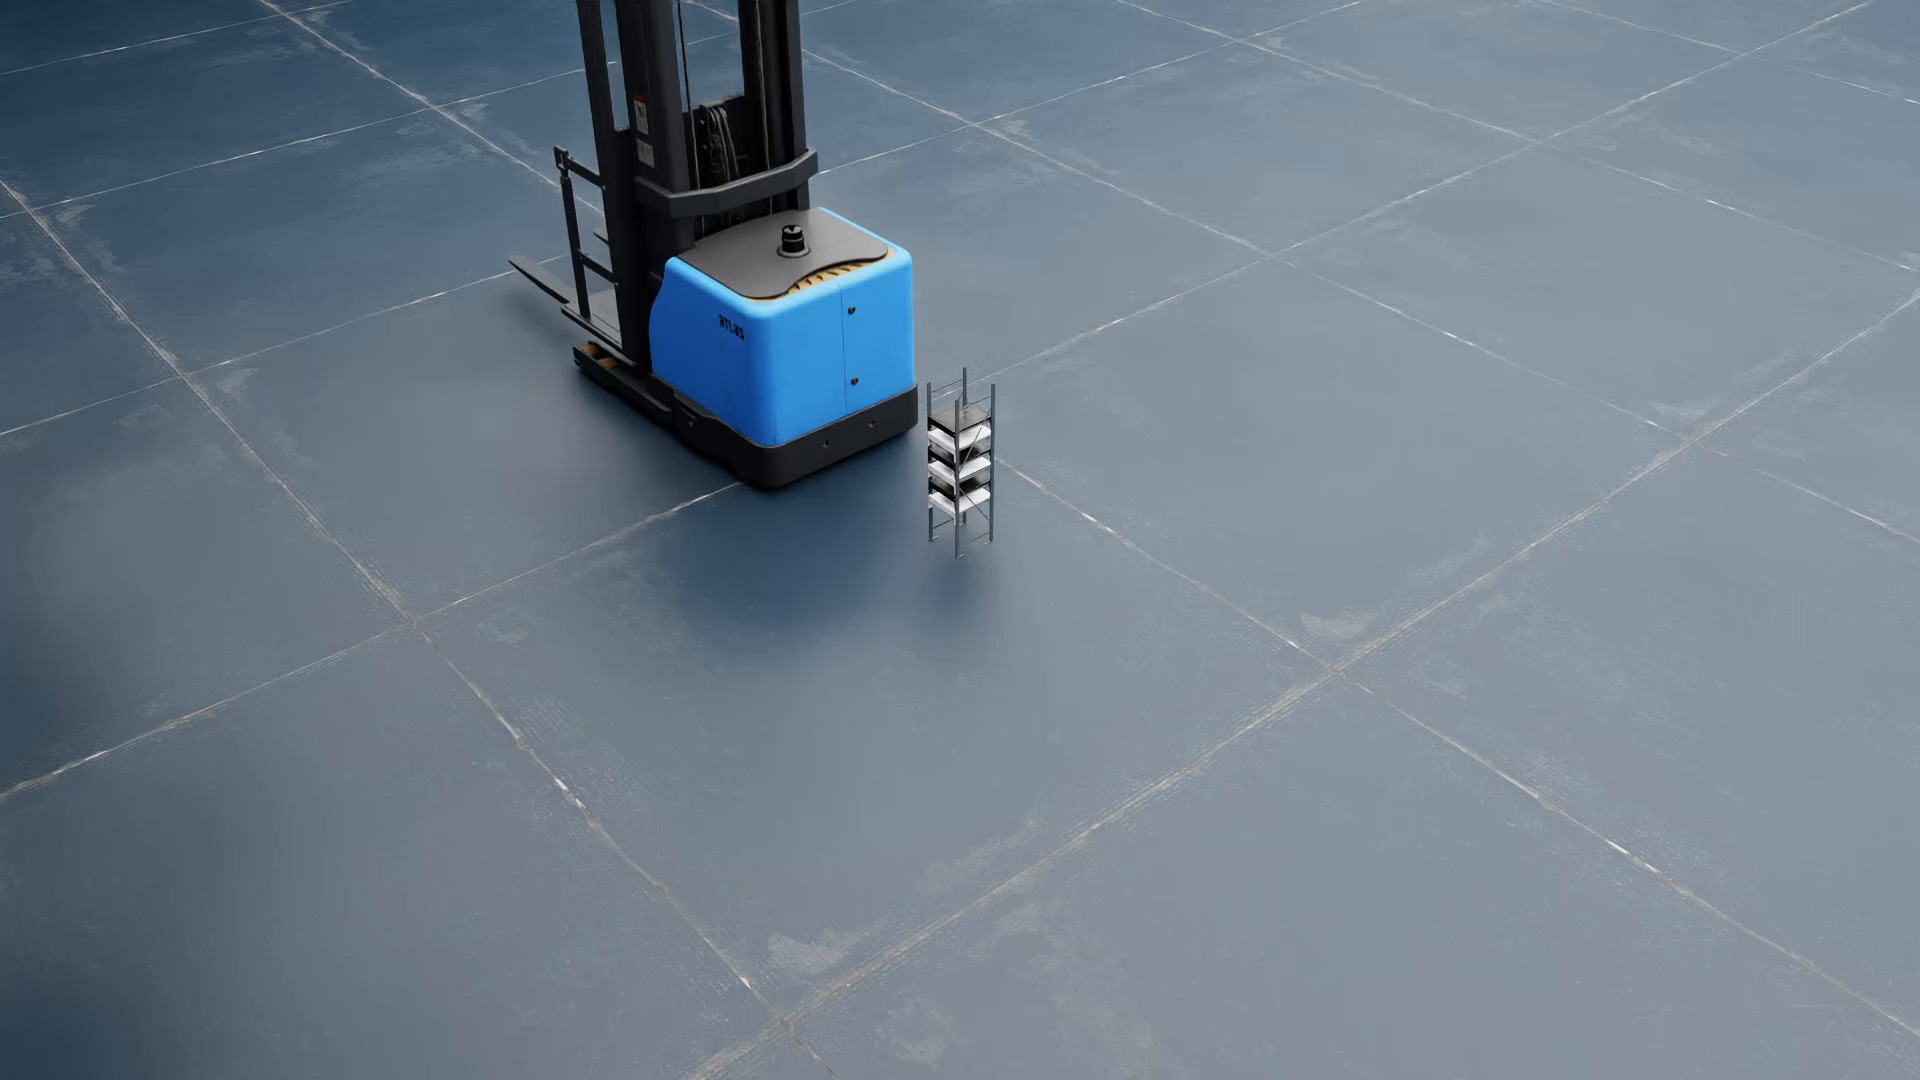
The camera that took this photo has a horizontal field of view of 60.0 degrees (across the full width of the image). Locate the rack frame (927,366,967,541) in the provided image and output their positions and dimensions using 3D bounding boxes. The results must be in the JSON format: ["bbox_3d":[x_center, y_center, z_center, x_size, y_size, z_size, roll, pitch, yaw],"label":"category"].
[{"bbox_3d":[-0.060,-0.409,8.048,0.240,0.900,0.006,-26,43,-32],"label":"rack frame"}]

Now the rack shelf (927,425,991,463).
[{"bbox_3d":[0.005,-0.483,7.900,0.258,0.077,0.200,-26,43,-32],"label":"rack shelf"}]

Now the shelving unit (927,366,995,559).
[{"bbox_3d":[0.005,-0.364,7.985,0.258,0.900,0.210,-26,43,-32],"label":"shelving unit"}]

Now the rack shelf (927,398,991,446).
[{"bbox_3d":[0.005,-0.557,7.848,0.258,0.077,0.200,-26,43,-32],"label":"rack shelf"}]

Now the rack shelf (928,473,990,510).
[{"bbox_3d":[0.005,-0.263,8.056,0.258,0.077,0.200,-26,43,-32],"label":"rack shelf"}]

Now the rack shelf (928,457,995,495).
[{"bbox_3d":[0.005,-0.336,8.004,0.258,0.077,0.200,-26,43,-32],"label":"rack shelf"}]

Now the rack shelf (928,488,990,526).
[{"bbox_3d":[0.005,-0.190,8.108,0.258,0.077,0.200,-26,43,-32],"label":"rack shelf"}]

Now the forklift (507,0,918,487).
[{"bbox_3d":[-1.574,-2.241,8.879,1.130,2.935,3.031,-27,43,-32],"label":"forklift"}]

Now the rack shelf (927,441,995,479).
[{"bbox_3d":[0.005,-0.410,7.952,0.258,0.077,0.200,-26,43,-32],"label":"rack shelf"}]

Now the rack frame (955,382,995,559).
[{"bbox_3d":[0.071,-0.319,7.921,0.240,0.900,0.006,-26,43,-32],"label":"rack frame"}]
